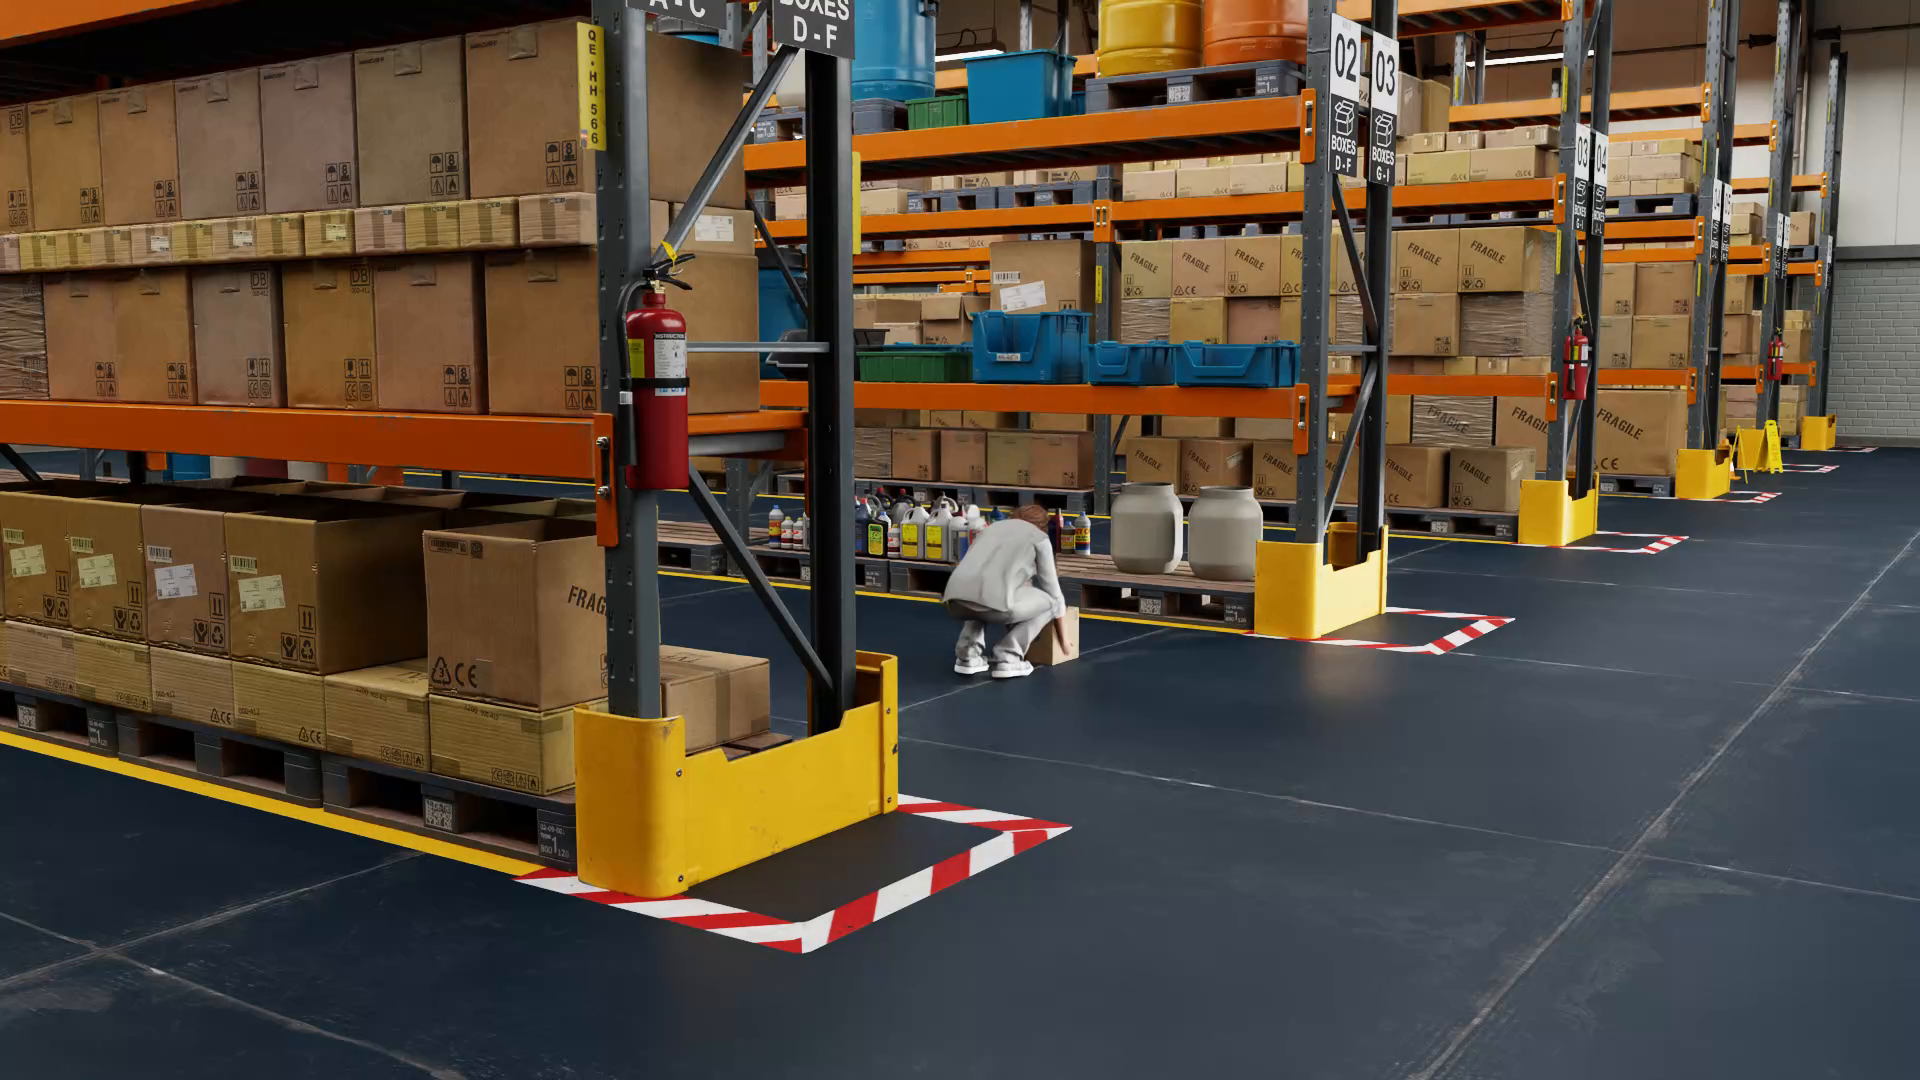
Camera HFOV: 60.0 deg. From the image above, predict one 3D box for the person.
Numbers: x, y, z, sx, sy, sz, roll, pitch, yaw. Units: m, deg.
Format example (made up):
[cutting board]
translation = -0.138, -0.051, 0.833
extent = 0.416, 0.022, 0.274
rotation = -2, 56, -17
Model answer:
[person]
translation = 0.216, 0.241, 7.803
extent = 0.436, 0.762, 0.806
rotation = 4, 8, 34
